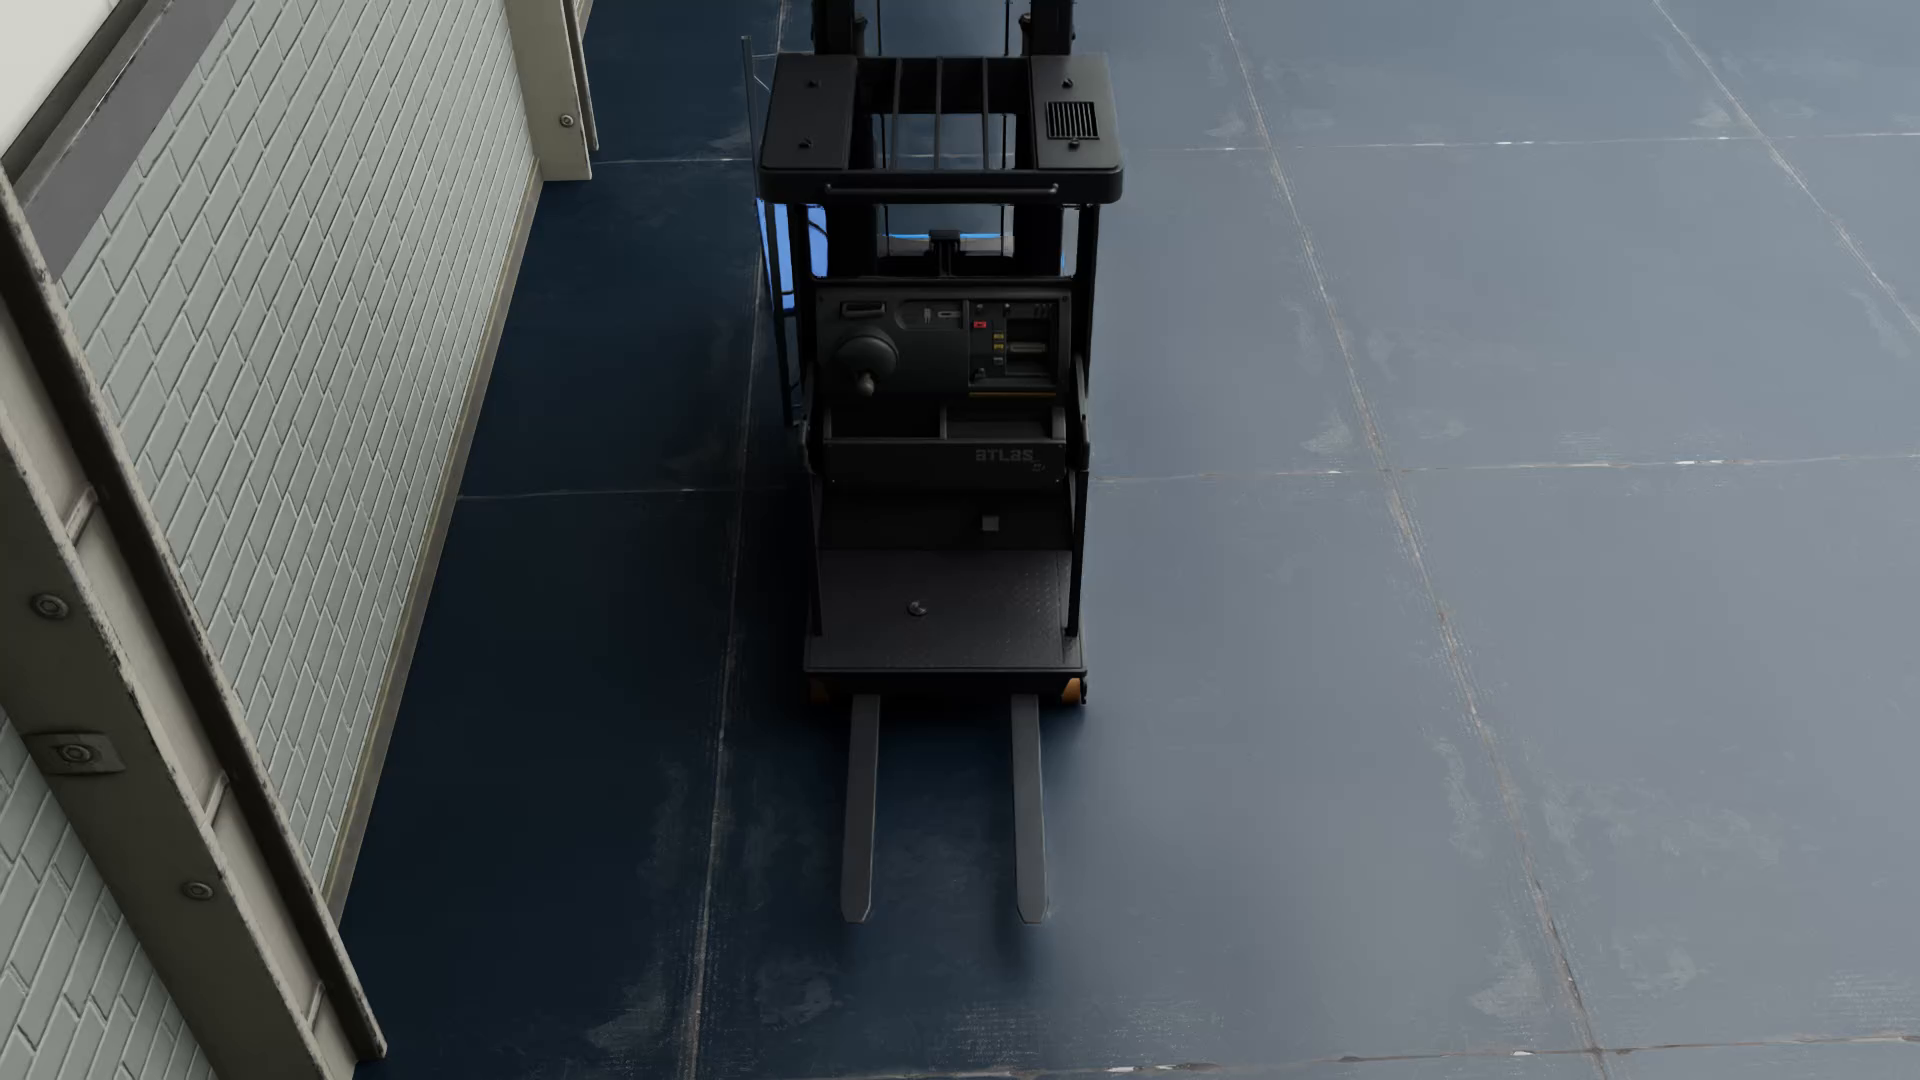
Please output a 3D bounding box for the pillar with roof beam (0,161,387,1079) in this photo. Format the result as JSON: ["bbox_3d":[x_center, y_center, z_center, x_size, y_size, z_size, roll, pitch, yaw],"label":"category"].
[{"bbox_3d":[2.241,-1.619,2.507,9.100,9.000,0.400,-2,43,-2],"label":"pillar with roof beam"}]

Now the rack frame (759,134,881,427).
[{"bbox_3d":[-0.599,-1.133,7.526,0.500,1.500,0.032,-7,43,-7],"label":"rack frame"}]

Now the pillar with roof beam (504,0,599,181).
[{"bbox_3d":[1.986,-5.670,6.926,9.100,9.000,0.400,-2,43,-2],"label":"pillar with roof beam"}]

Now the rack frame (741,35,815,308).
[{"bbox_3d":[-0.770,-1.810,8.265,0.500,1.500,0.032,-7,43,-7],"label":"rack frame"}]

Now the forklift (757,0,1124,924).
[{"bbox_3d":[-0.057,-0.637,5.926,1.130,2.935,3.031,0,43,0],"label":"forklift"}]

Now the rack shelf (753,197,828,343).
[{"bbox_3d":[-0.684,-1.339,8.017,0.538,0.185,1.000,-7,43,-7],"label":"rack shelf"}]

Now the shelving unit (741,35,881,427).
[{"bbox_3d":[-0.684,-1.472,7.895,0.538,1.500,1.048,-7,43,-7],"label":"shelving unit"}]
